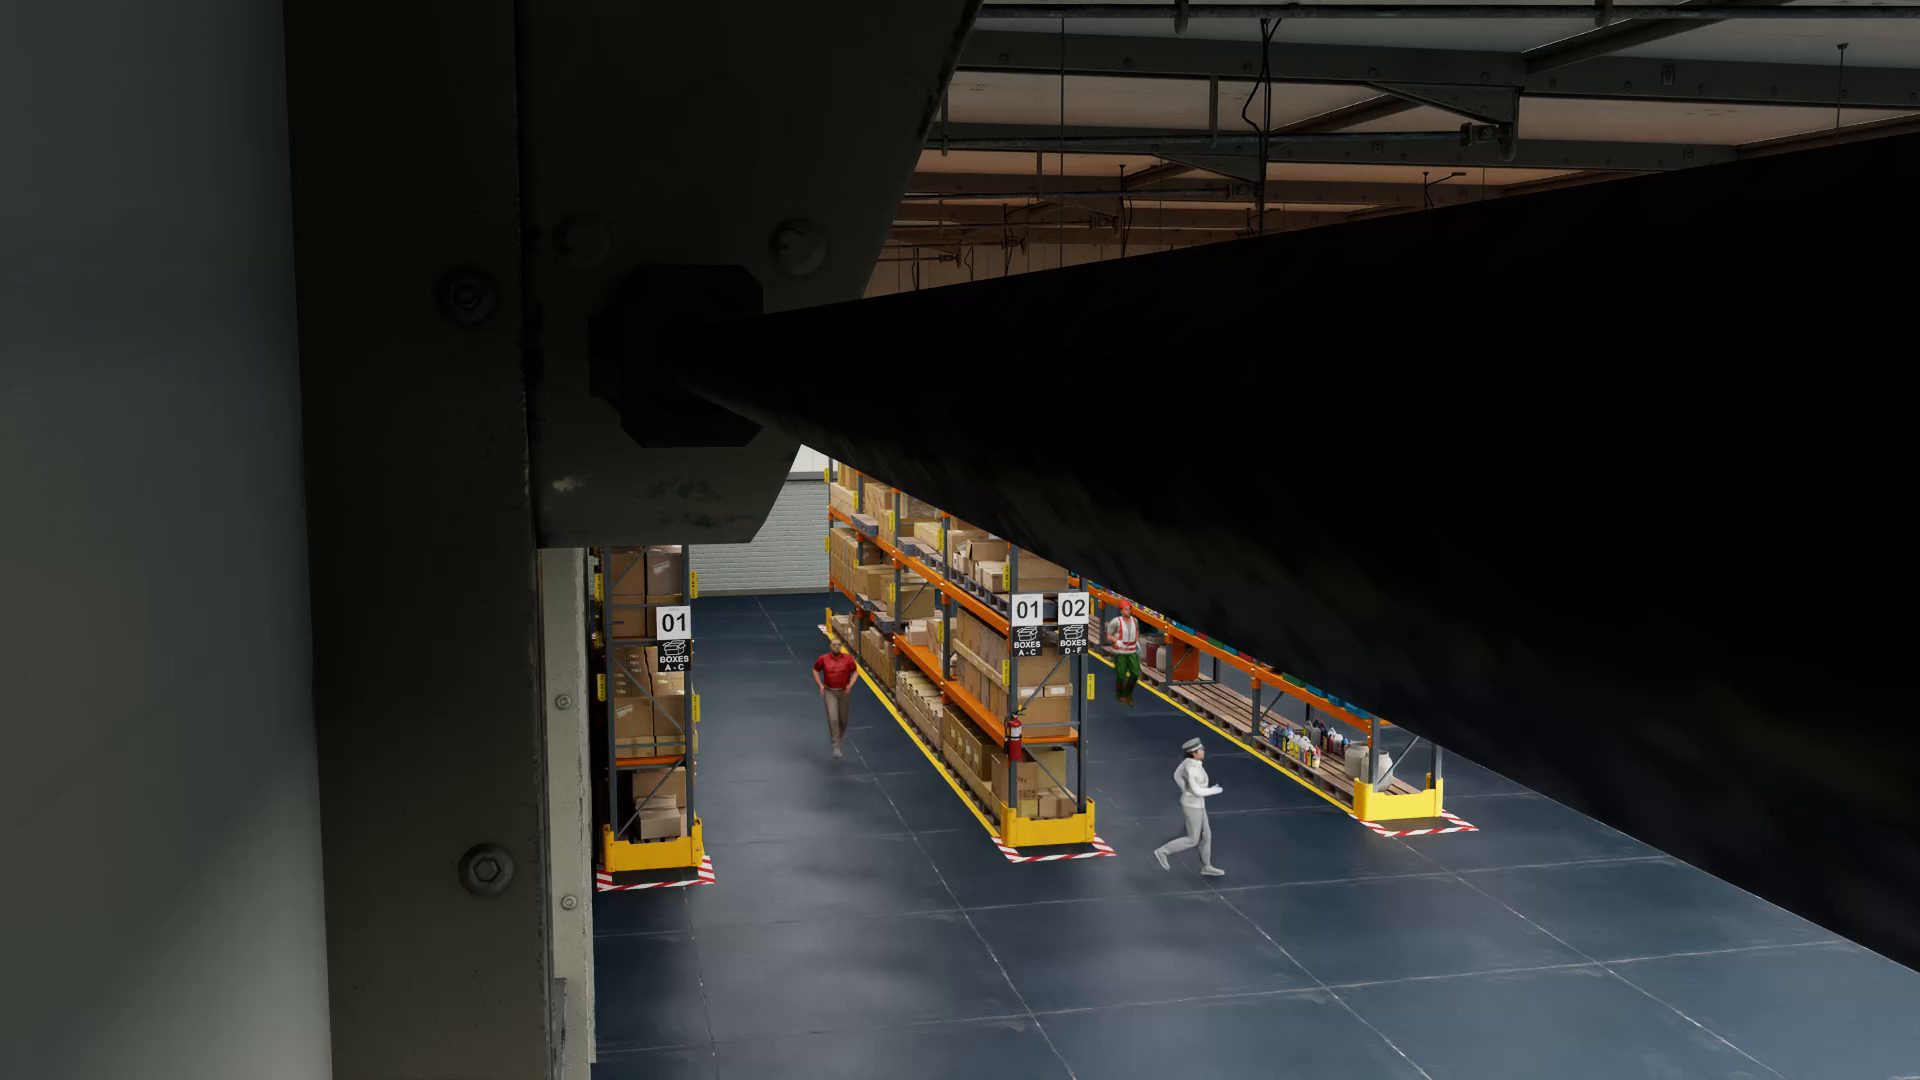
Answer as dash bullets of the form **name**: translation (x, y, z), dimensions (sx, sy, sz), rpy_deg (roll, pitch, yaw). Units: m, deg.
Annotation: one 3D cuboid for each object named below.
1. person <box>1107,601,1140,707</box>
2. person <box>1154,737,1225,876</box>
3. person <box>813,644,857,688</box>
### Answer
- **person**: translation (2.766, 1.915, 27.768), dimensions (0.617, 1.813, 0.640), rpy_deg (-2, 7, -16)
- **person**: translation (2.726, 3.151, 19.694), dimensions (0.842, 1.665, 0.280), rpy_deg (1, 7, 4)
- **person**: translation (-1.833, 1.850, 24.601), dimensions (0.643, 0.680, 0.409), rpy_deg (-1, 7, -12)
